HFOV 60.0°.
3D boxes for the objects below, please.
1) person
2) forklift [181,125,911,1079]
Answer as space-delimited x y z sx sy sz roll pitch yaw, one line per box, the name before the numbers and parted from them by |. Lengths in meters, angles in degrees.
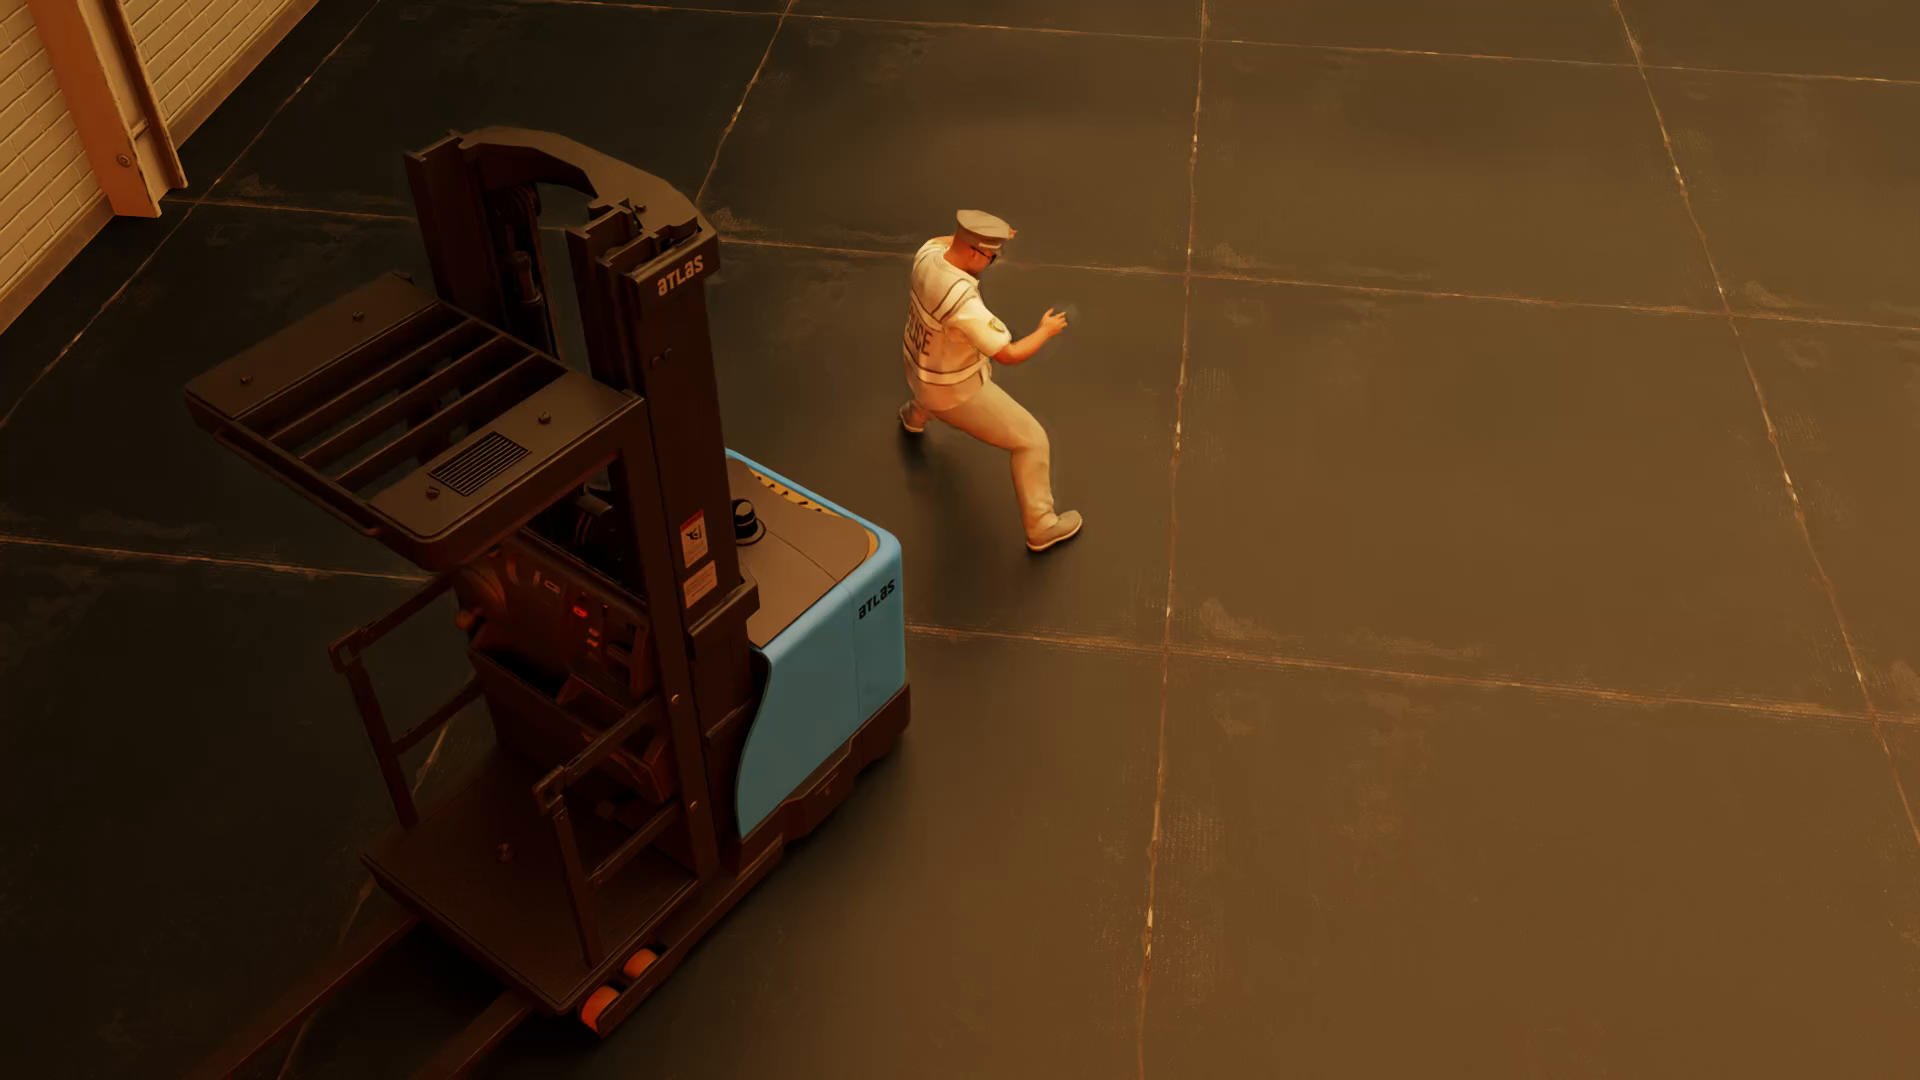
person | 0.087 -0.868 7.716 0.706 1.514 1.238 -14 44 -15
forklift | -1.497 0.303 5.394 1.130 2.935 3.031 27 49 26
